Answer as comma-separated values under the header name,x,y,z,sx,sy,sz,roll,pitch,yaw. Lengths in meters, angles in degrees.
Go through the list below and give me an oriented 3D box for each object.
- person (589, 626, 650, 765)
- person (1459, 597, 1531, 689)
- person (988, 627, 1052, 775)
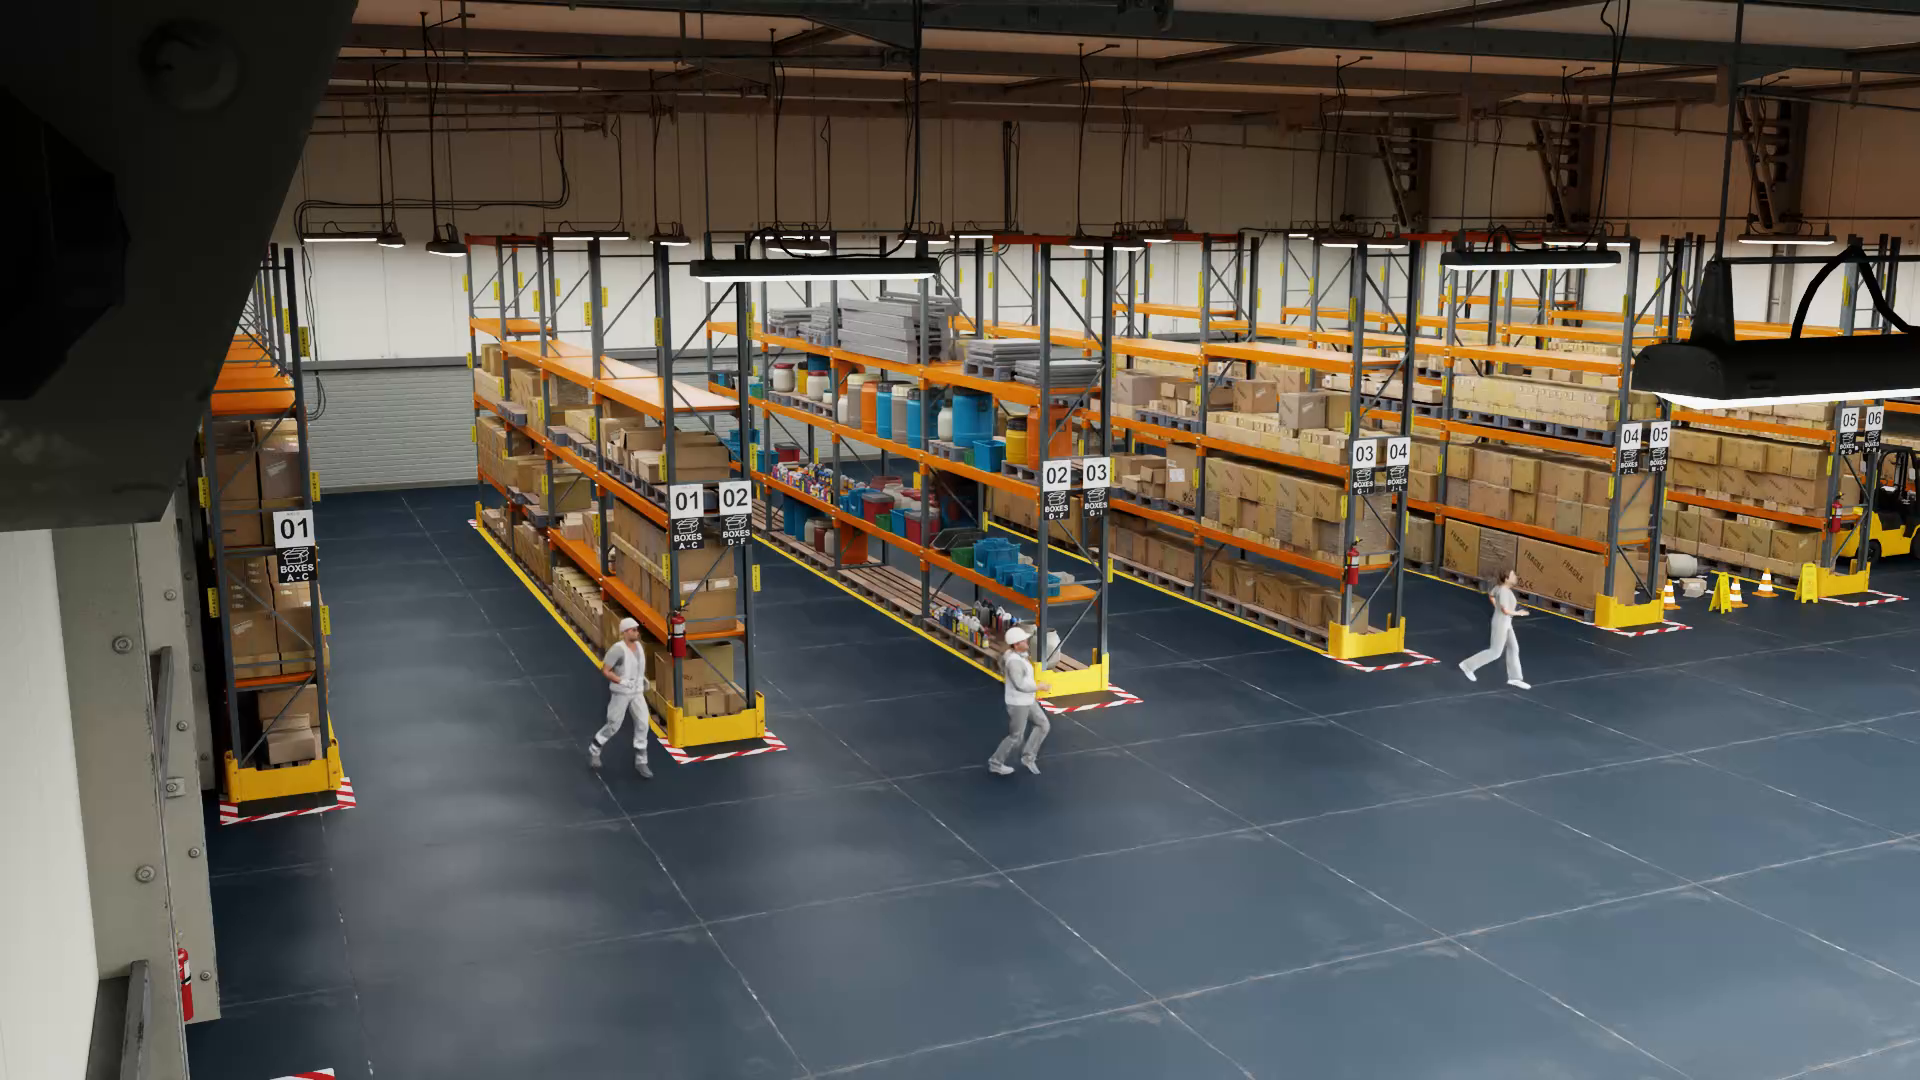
name,x,y,z,sx,sy,sz,roll,pitch,yaw
person,-3.856,1.760,19.249,0.777,1.647,0.713,8,14,35
person,7.319,1.398,22.673,0.955,1.255,0.370,3,11,15
person,0.689,1.857,19.033,0.726,1.789,0.662,1,11,6
